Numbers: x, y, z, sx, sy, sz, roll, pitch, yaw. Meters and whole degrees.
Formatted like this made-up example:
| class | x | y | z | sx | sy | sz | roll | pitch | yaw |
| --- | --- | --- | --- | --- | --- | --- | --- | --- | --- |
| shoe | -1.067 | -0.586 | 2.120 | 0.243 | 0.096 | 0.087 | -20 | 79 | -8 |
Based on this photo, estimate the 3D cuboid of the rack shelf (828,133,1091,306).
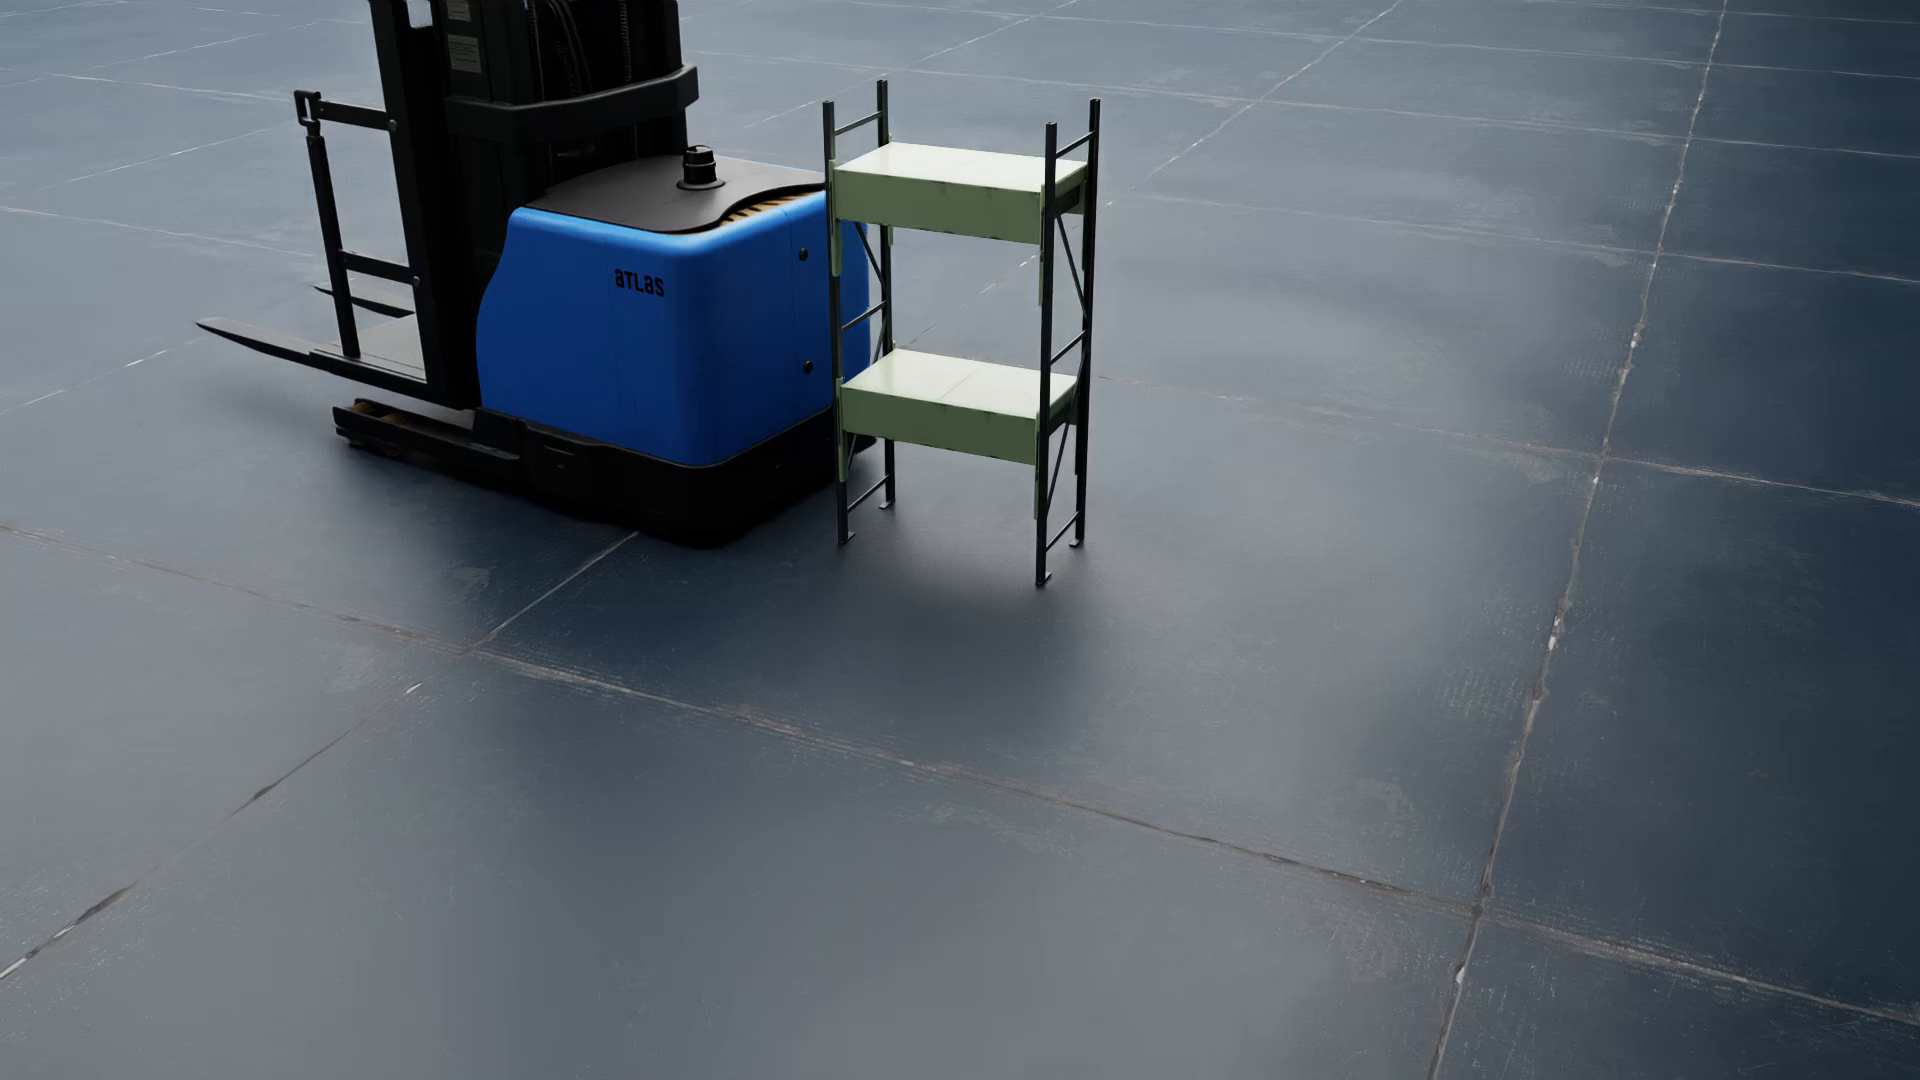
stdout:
| class | x | y | z | sx | sy | sz | roll | pitch | yaw |
| --- | --- | --- | --- | --- | --- | --- | --- | --- | --- |
| rack shelf | 0.006 | -1.022 | 5.244 | 0.720 | 0.370 | 0.431 | 11 | 28 | 22 |

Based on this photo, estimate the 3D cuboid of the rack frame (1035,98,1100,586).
| class | x | y | z | sx | sy | sz | roll | pitch | yaw |
| --- | --- | --- | --- | --- | --- | --- | --- | --- | --- |
| rack frame | 0.339 | -0.605 | 5.280 | 0.023 | 1.500 | 0.400 | 11 | 28 | 22 |

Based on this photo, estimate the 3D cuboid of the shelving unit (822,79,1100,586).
| class | x | y | z | sx | sy | sz | roll | pitch | yaw |
| --- | --- | --- | --- | --- | --- | --- | --- | --- | --- |
| shelving unit | 0.006 | -0.672 | 5.416 | 0.755 | 1.500 | 0.431 | 11 | 28 | 22 |

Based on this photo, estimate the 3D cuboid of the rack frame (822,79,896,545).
| class | x | y | z | sx | sy | sz | roll | pitch | yaw |
| --- | --- | --- | --- | --- | --- | --- | --- | --- | --- |
| rack frame | -0.327 | -0.739 | 5.552 | 0.023 | 1.500 | 0.400 | 11 | 28 | 22 |

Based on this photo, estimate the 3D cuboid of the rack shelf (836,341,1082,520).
| class | x | y | z | sx | sy | sz | roll | pitch | yaw |
| --- | --- | --- | --- | --- | --- | --- | --- | --- | --- |
| rack shelf | 0.006 | -0.379 | 5.560 | 0.720 | 0.370 | 0.431 | 11 | 28 | 22 |

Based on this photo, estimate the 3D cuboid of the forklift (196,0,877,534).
| class | x | y | z | sx | sy | sz | roll | pitch | yaw |
| --- | --- | --- | --- | --- | --- | --- | --- | --- | --- |
| forklift | -1.834 | -1.815 | 6.118 | 3.031 | 2.935 | 1.130 | 16 | 30 | 29 |
